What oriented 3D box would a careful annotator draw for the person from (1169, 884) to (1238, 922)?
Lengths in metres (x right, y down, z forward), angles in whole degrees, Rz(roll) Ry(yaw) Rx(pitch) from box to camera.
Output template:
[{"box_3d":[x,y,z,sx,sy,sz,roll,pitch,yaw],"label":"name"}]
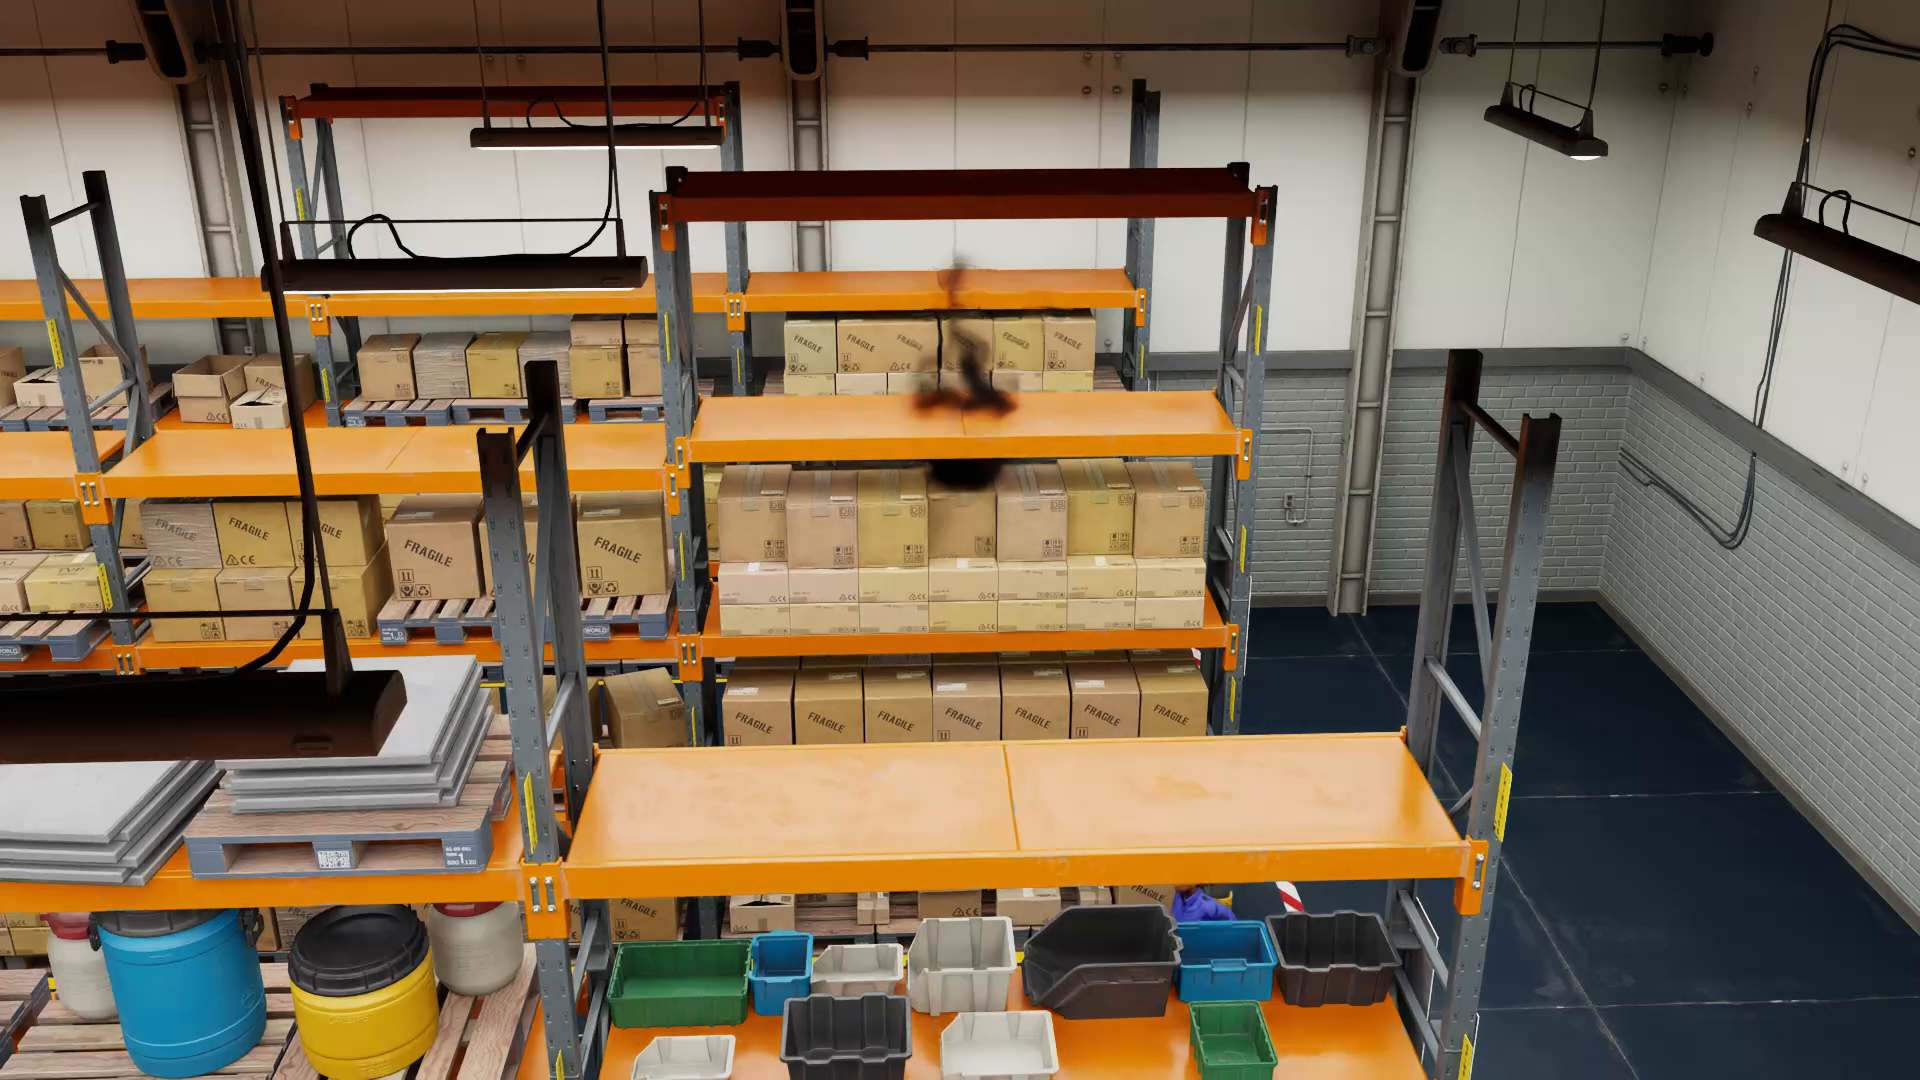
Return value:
[{"box_3d":[1.718,3.010,11.645,0.658,1.640,0.701,-8,23,-18],"label":"person"}]
